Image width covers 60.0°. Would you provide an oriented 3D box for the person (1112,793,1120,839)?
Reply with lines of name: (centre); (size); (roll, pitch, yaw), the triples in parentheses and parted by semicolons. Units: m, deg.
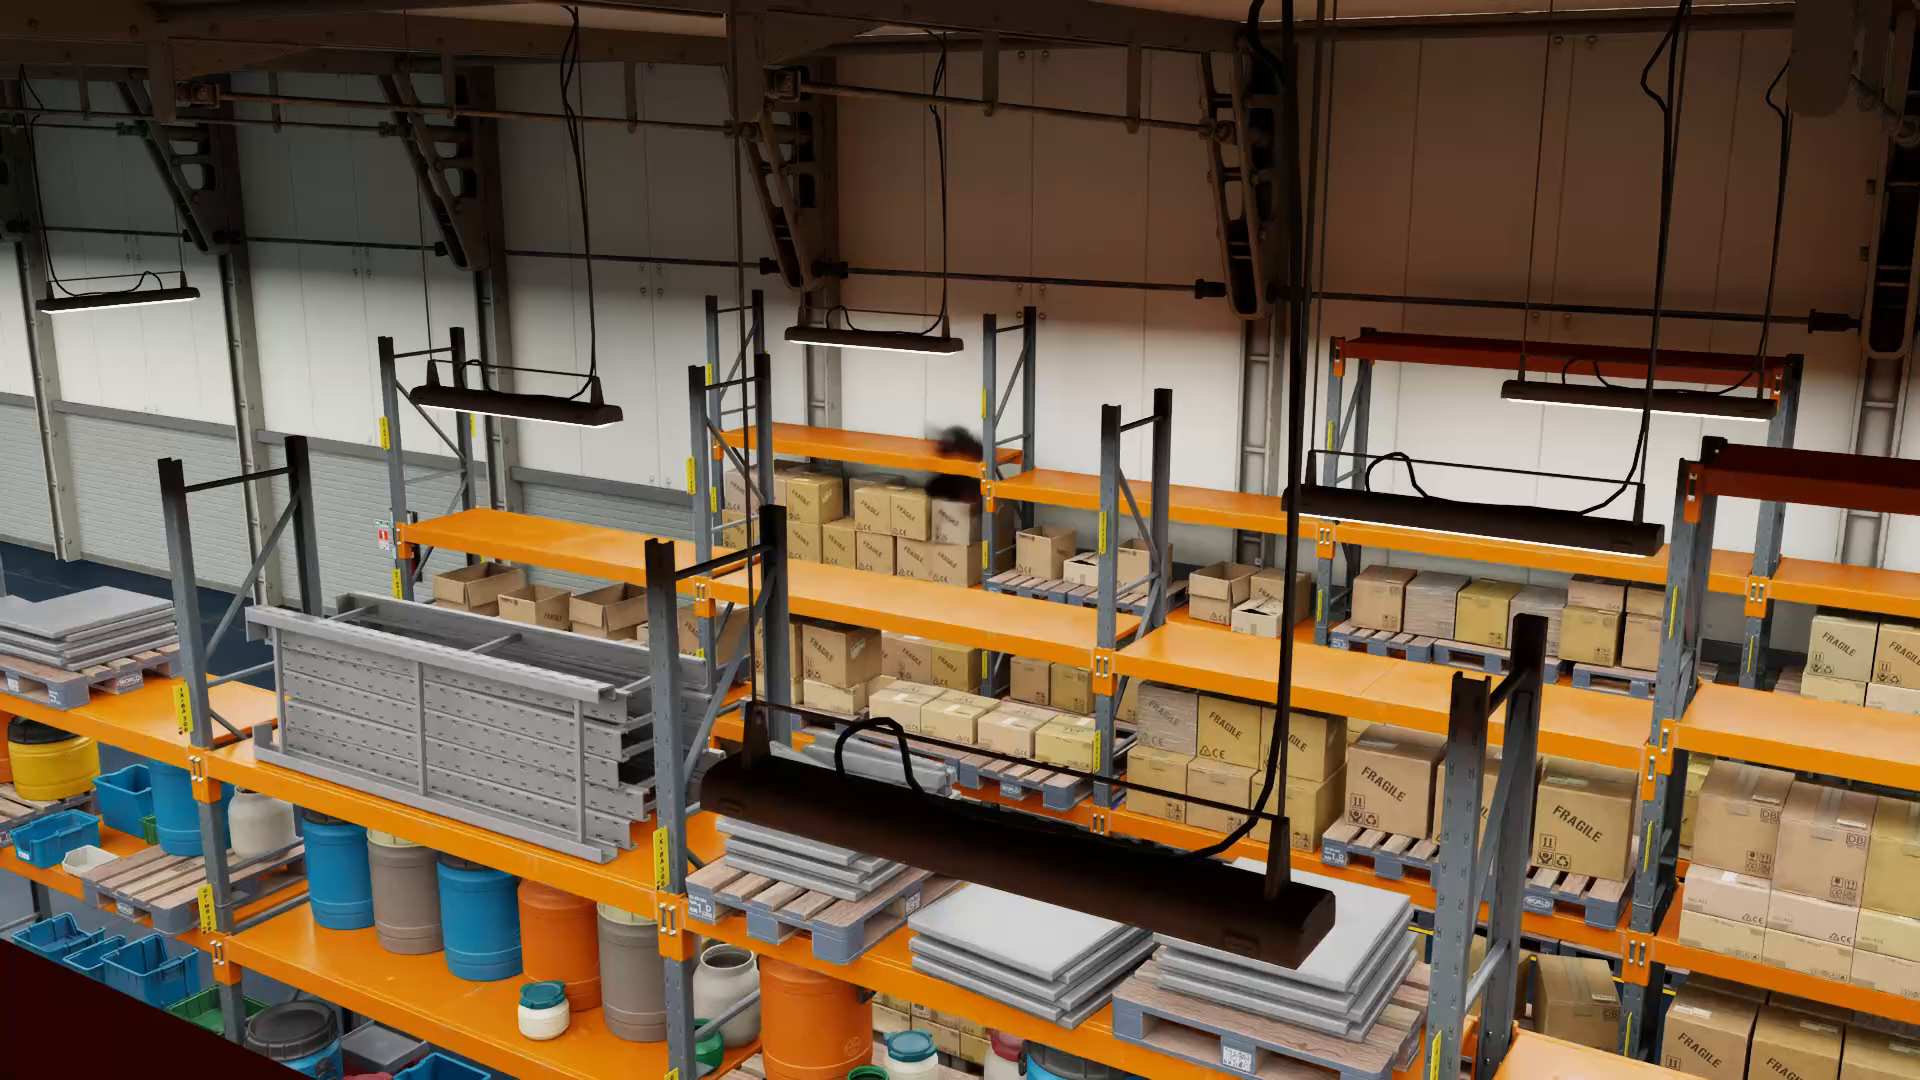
person: (1.422, 3.003, 16.607); (0.850, 1.647, 0.580); (4, 15, 18)
